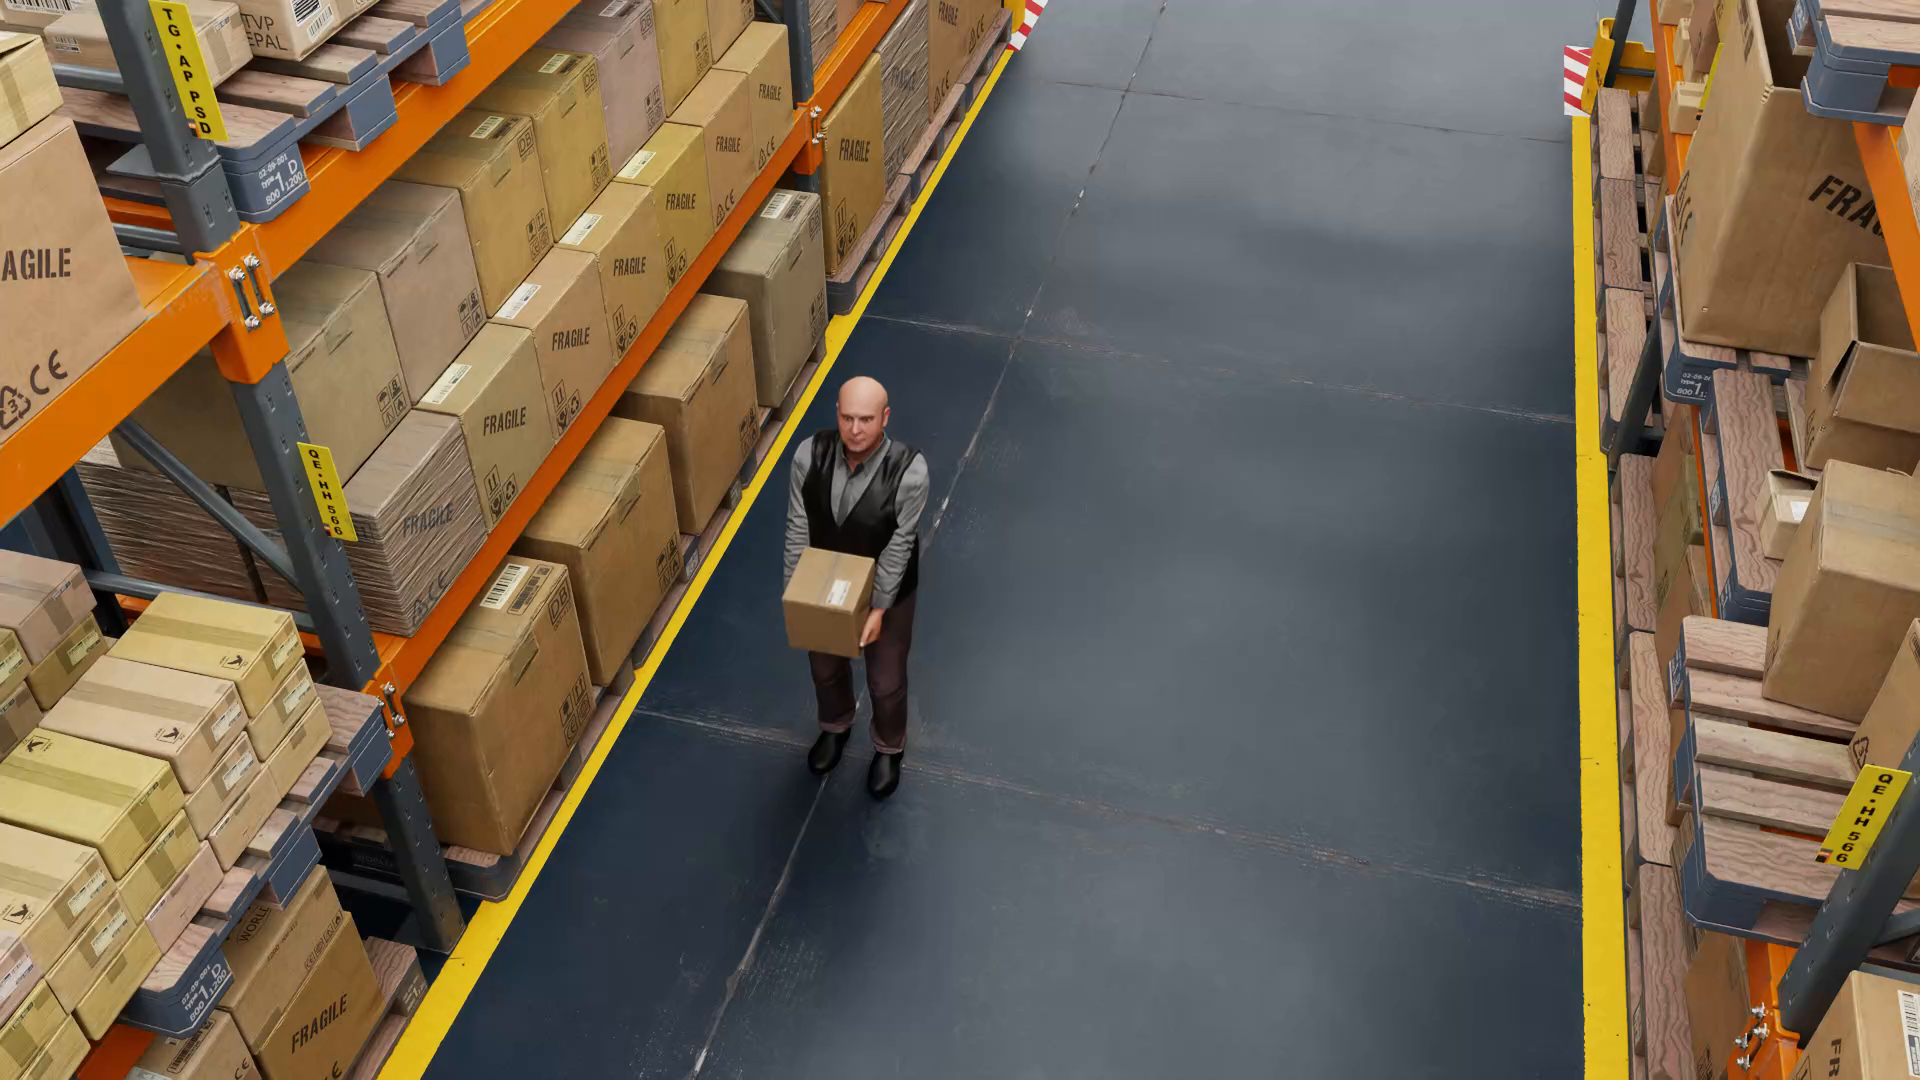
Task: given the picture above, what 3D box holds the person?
[{"bbox_3d":[-0.374,0.228,5.919,0.494,1.712,0.559,10,42,11],"label":"person"}]
